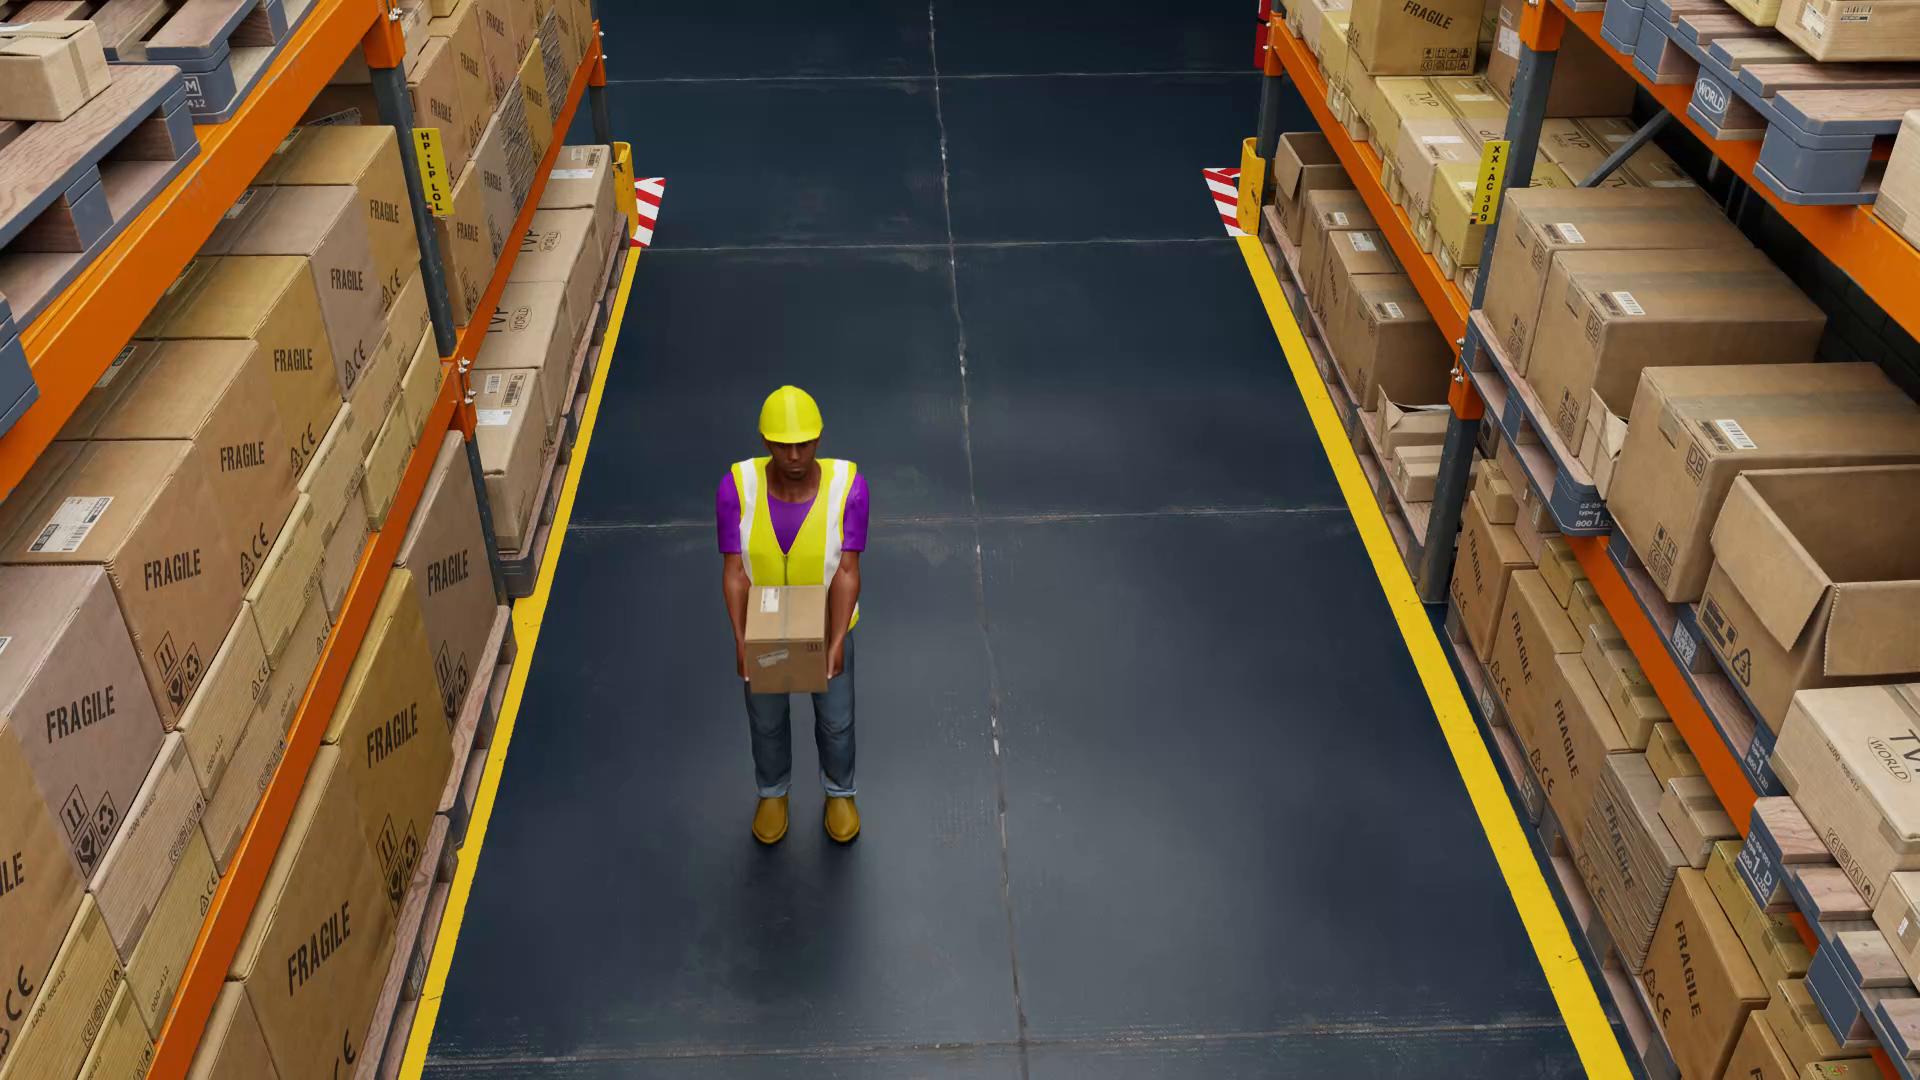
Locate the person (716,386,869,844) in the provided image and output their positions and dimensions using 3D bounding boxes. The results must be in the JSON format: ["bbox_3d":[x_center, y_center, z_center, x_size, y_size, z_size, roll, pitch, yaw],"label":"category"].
[{"bbox_3d":[-0.547,0.343,5.640,0.503,1.760,0.587,-1,35,-1],"label":"person"}]
